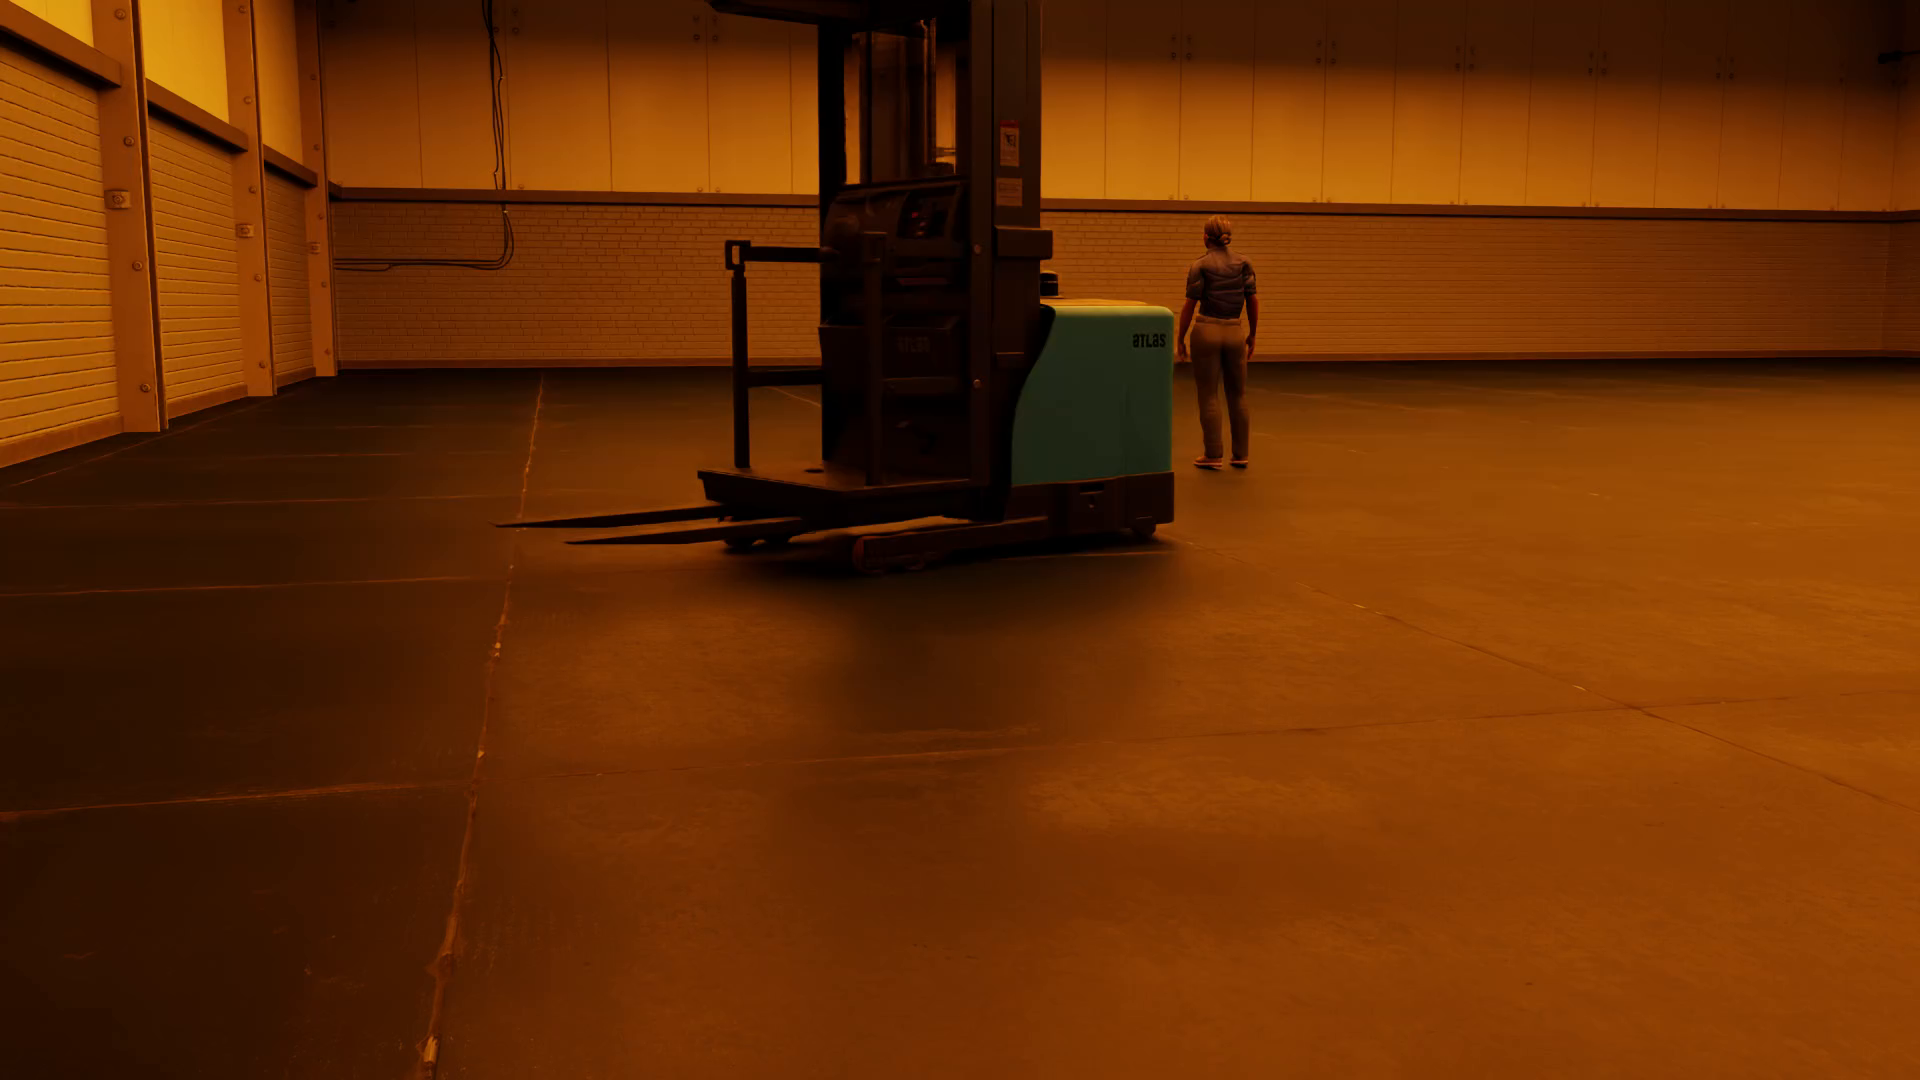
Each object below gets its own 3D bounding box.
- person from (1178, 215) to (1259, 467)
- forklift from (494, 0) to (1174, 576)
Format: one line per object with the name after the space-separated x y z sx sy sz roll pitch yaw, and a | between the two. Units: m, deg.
1.705 -1.311 11.045 0.569 1.654 0.504 -1 8 -9 | person
-0.455 -1.390 7.063 3.031 2.935 1.130 -7 10 -39 | forklift
